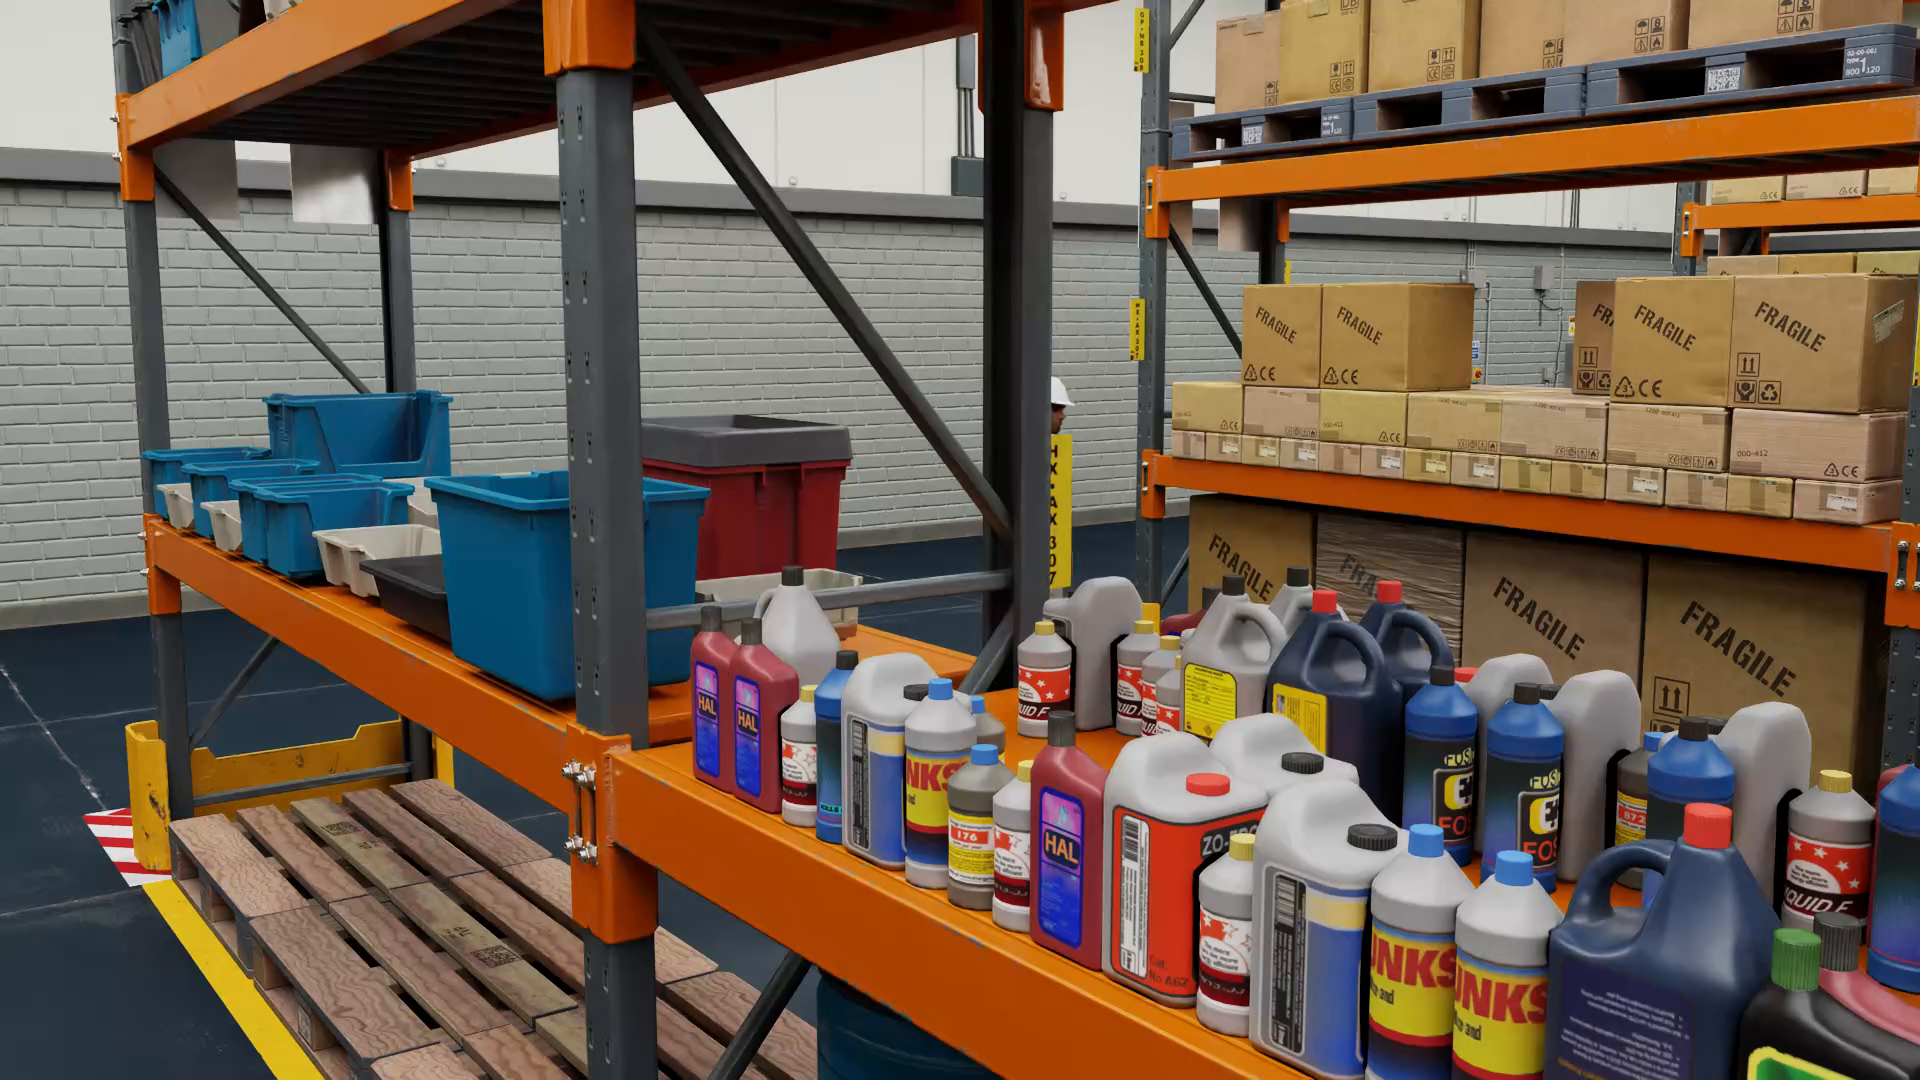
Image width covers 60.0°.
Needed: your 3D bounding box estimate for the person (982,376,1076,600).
[{"bbox_3d":[0.359,0.056,8.329,0.452,1.758,0.609,6,10,36],"label":"person"}]
